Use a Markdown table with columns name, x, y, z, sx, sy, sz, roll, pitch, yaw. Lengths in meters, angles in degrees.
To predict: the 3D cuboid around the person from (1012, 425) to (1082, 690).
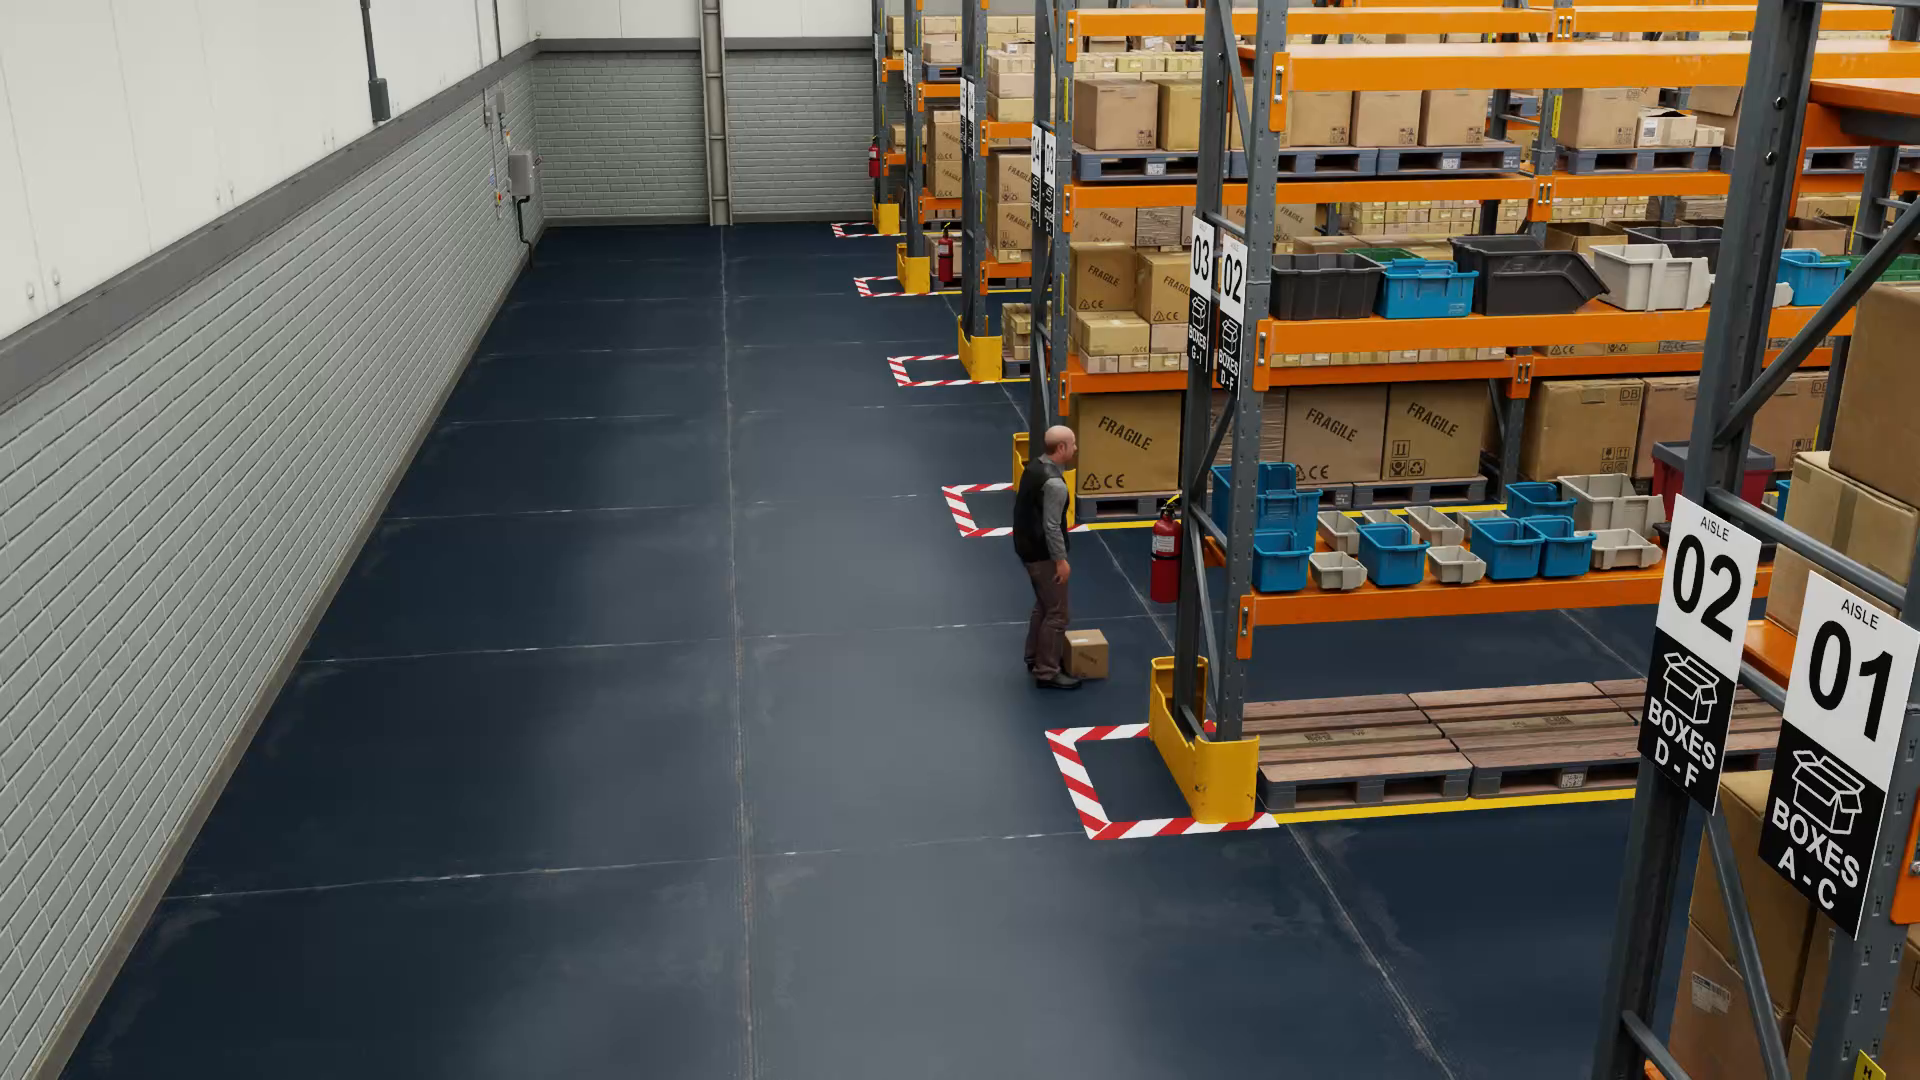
| name | x | y | z | sx | sy | sz | roll | pitch | yaw |
| --- | --- | --- | --- | --- | --- | --- | --- | --- | --- |
| person | 0.557 | 0.093 | 10.853 | 0.420 | 1.719 | 0.578 | -4 | 20 | -10 |
